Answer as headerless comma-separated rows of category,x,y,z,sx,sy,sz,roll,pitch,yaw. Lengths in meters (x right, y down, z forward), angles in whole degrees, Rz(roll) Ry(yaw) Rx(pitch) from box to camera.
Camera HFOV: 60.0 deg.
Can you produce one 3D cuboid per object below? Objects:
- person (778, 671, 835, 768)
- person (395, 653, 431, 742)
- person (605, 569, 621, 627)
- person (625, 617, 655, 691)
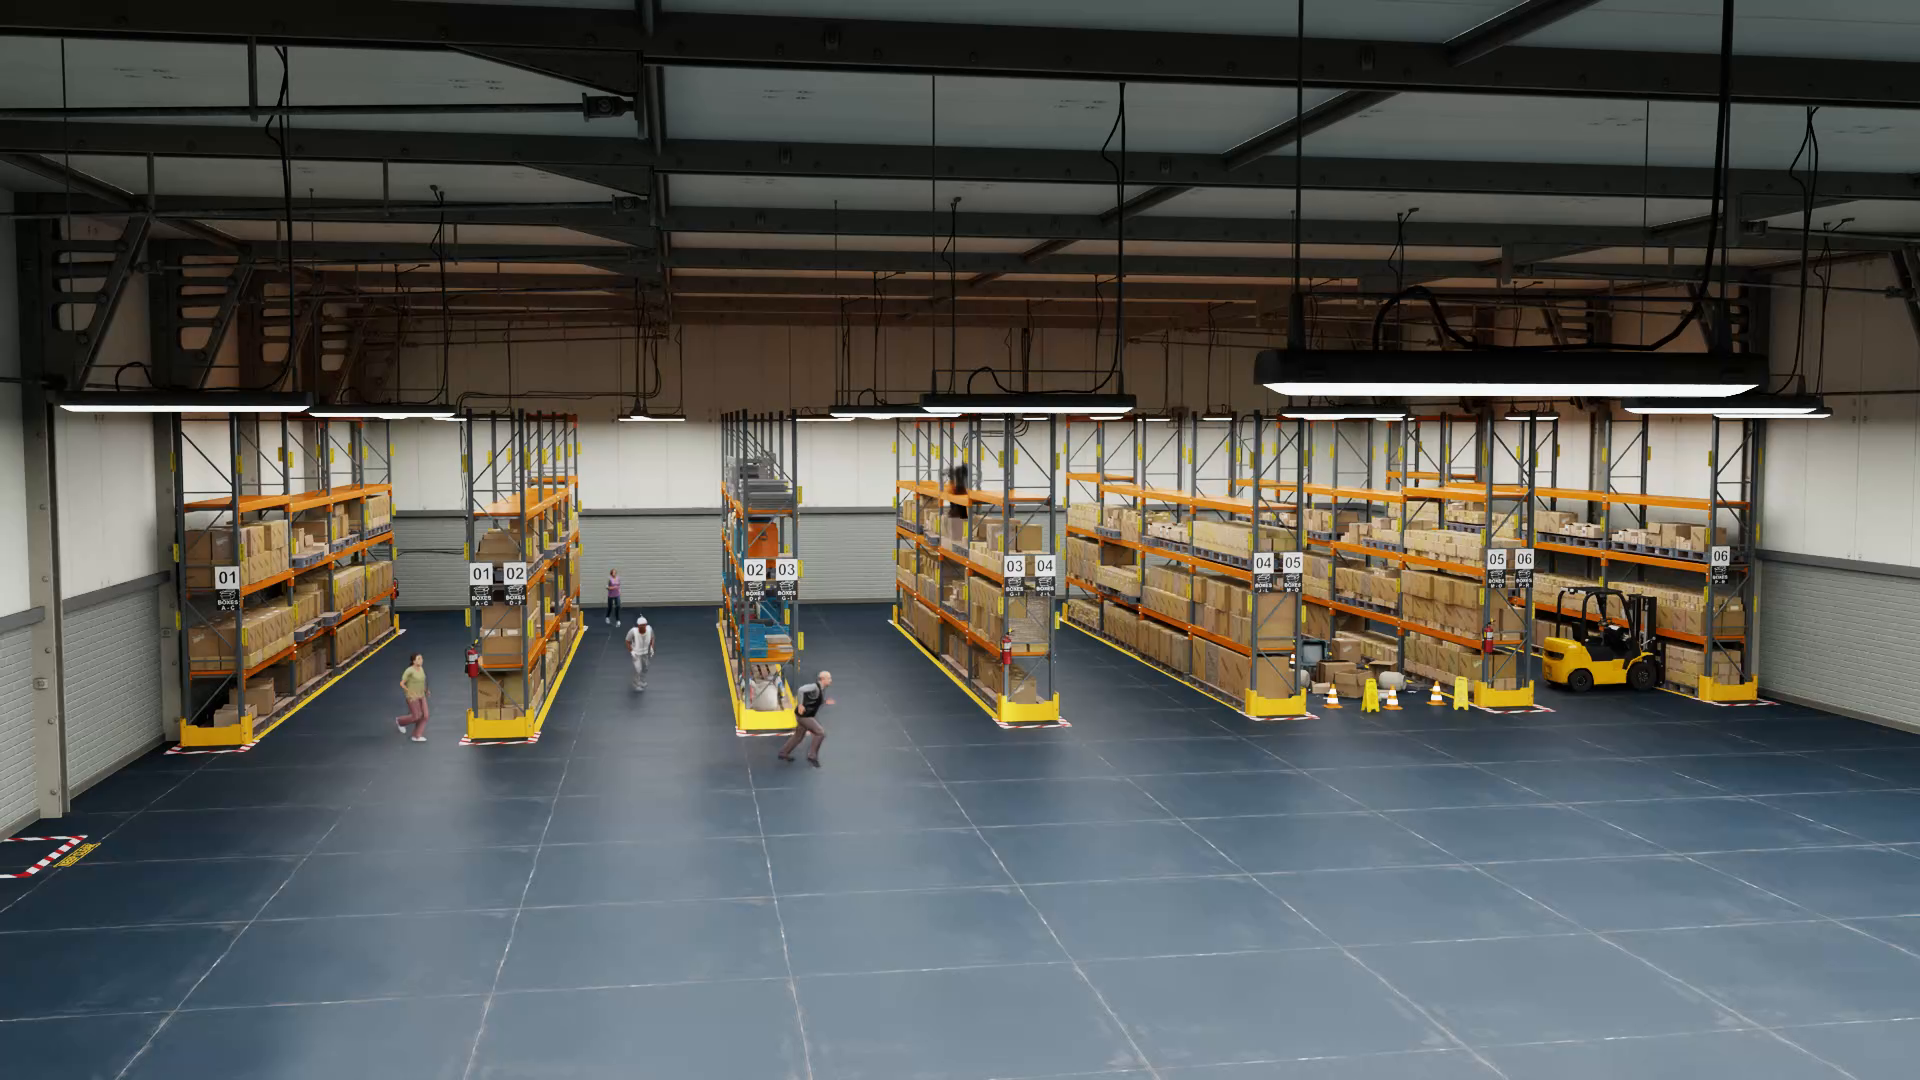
person,-2.579,3.009,27.723,0.988,1.660,0.700,1,4,10
person,-9.897,2.826,30.033,0.612,1.613,0.569,2,5,28
person,-9.832,1.629,47.103,0.522,1.581,0.861,-3,5,-33
person,-6.864,2.426,35.596,0.707,1.640,0.910,-4,5,-43
